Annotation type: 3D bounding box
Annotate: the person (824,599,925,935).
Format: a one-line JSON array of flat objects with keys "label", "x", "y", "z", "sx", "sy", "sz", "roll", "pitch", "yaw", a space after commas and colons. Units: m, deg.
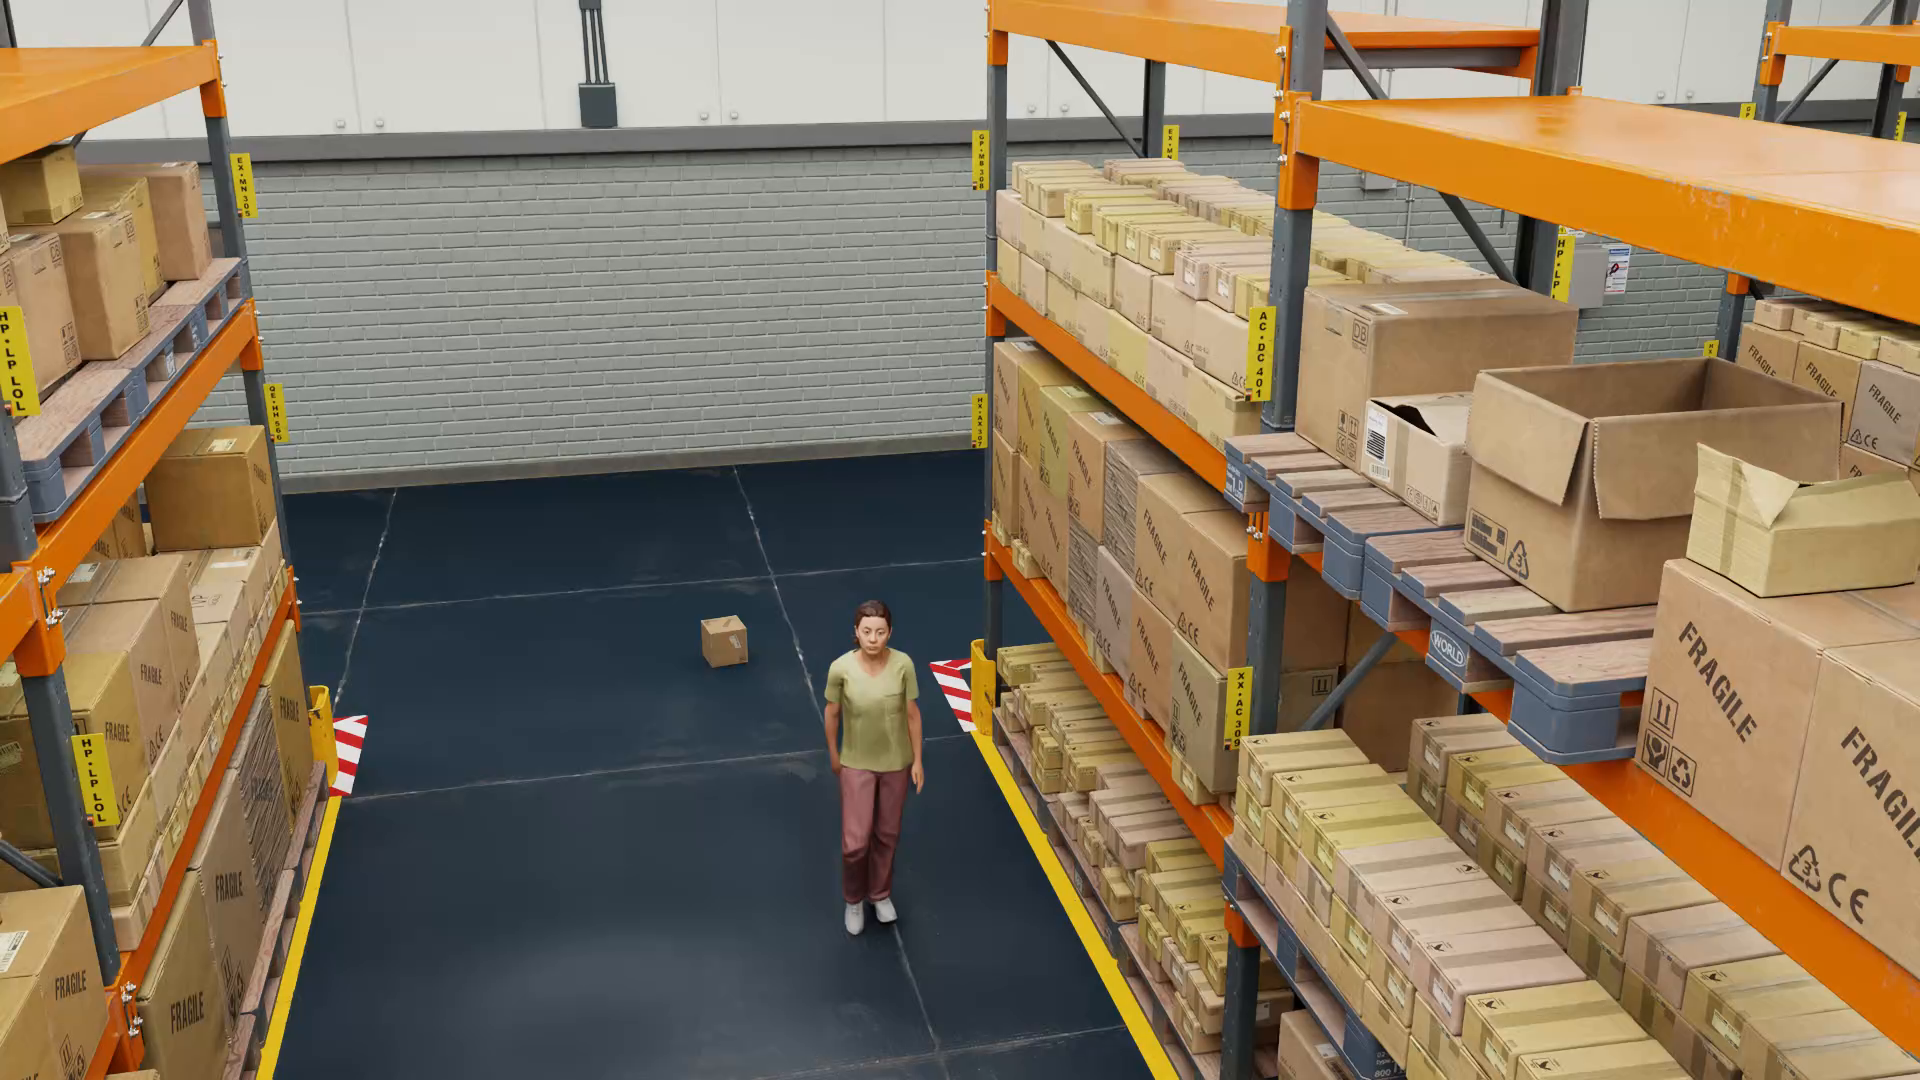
[{"label": "person", "x": -0.396, "y": 1.102, "z": 7.952, "sx": 0.454, "sy": 1.686, "sz": 0.470, "roll": -4, "pitch": 20, "yaw": -12}]
